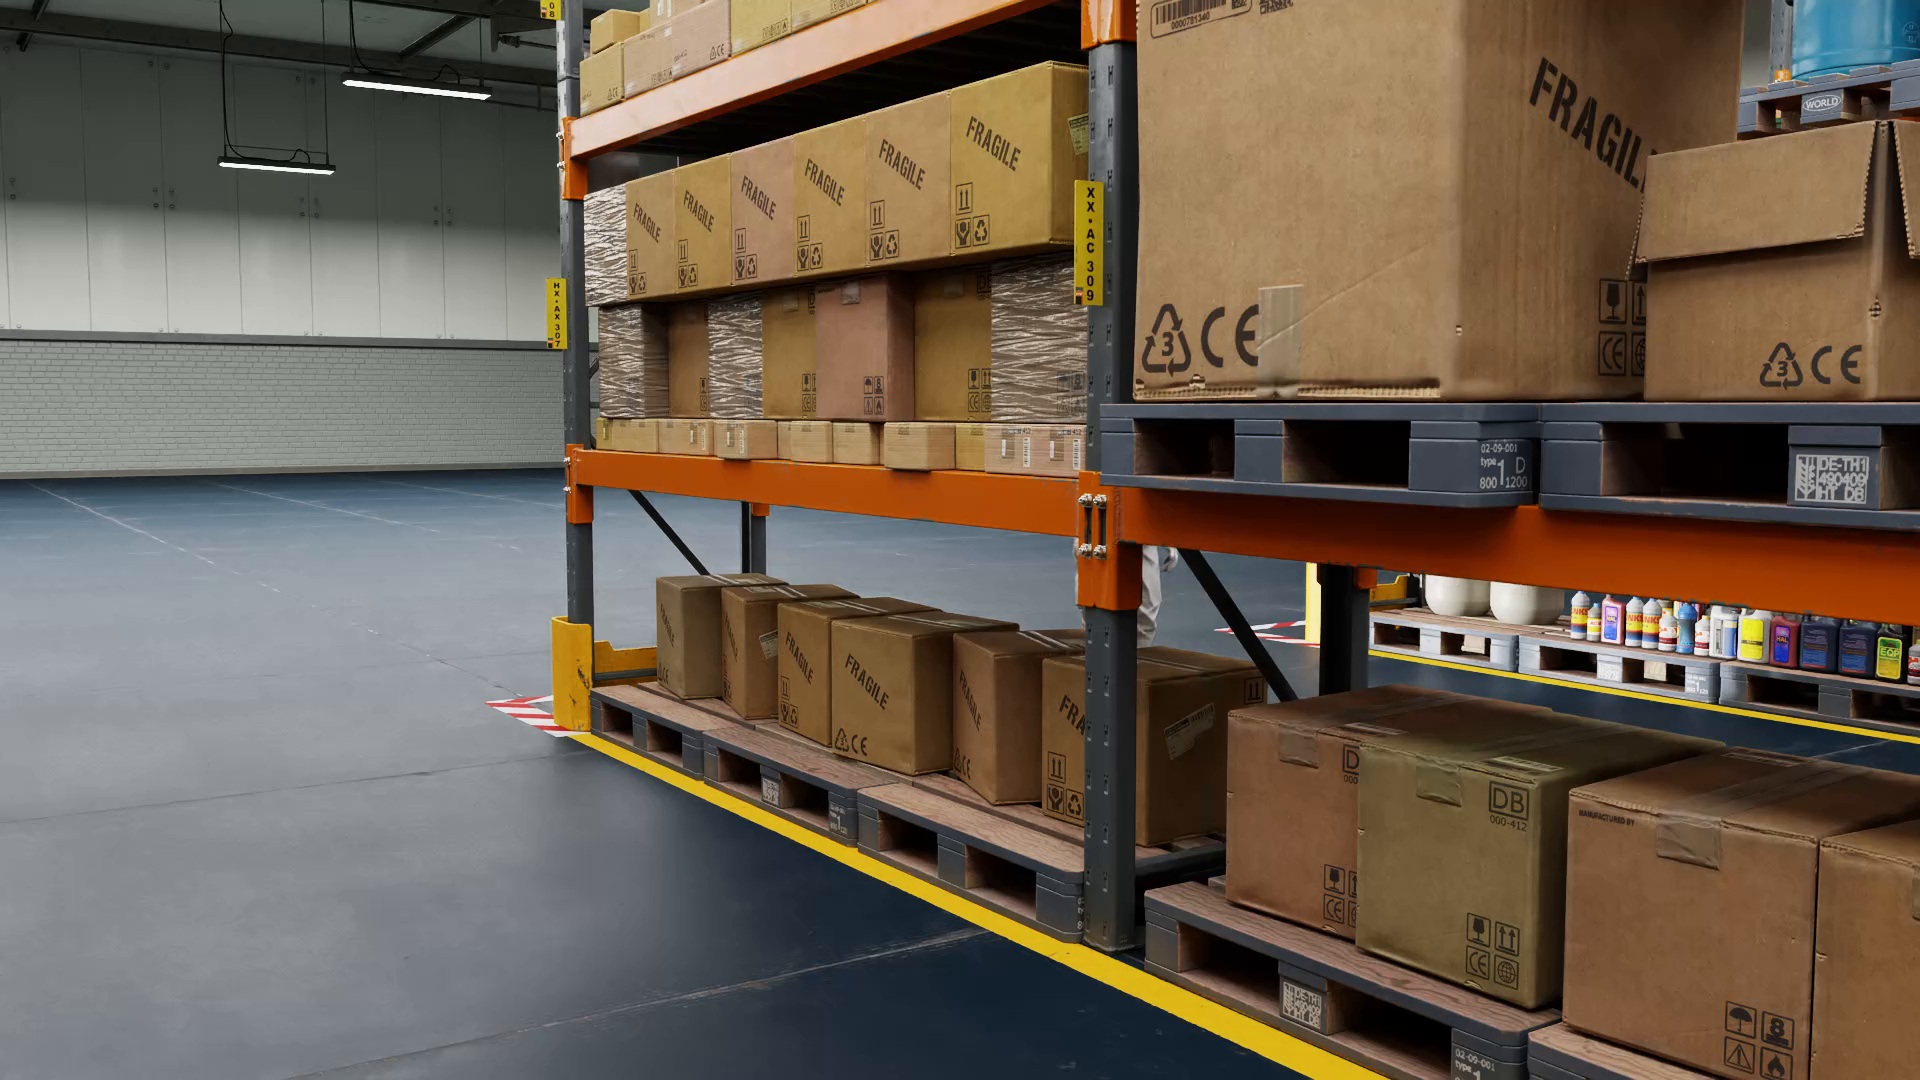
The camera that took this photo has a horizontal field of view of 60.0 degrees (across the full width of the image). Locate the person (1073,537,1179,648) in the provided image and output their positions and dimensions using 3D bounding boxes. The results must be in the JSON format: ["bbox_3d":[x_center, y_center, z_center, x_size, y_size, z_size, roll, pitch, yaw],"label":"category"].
[{"bbox_3d":[0.744,0.004,7.602,0.618,1.780,0.446,-3,6,-36],"label":"person"}]
